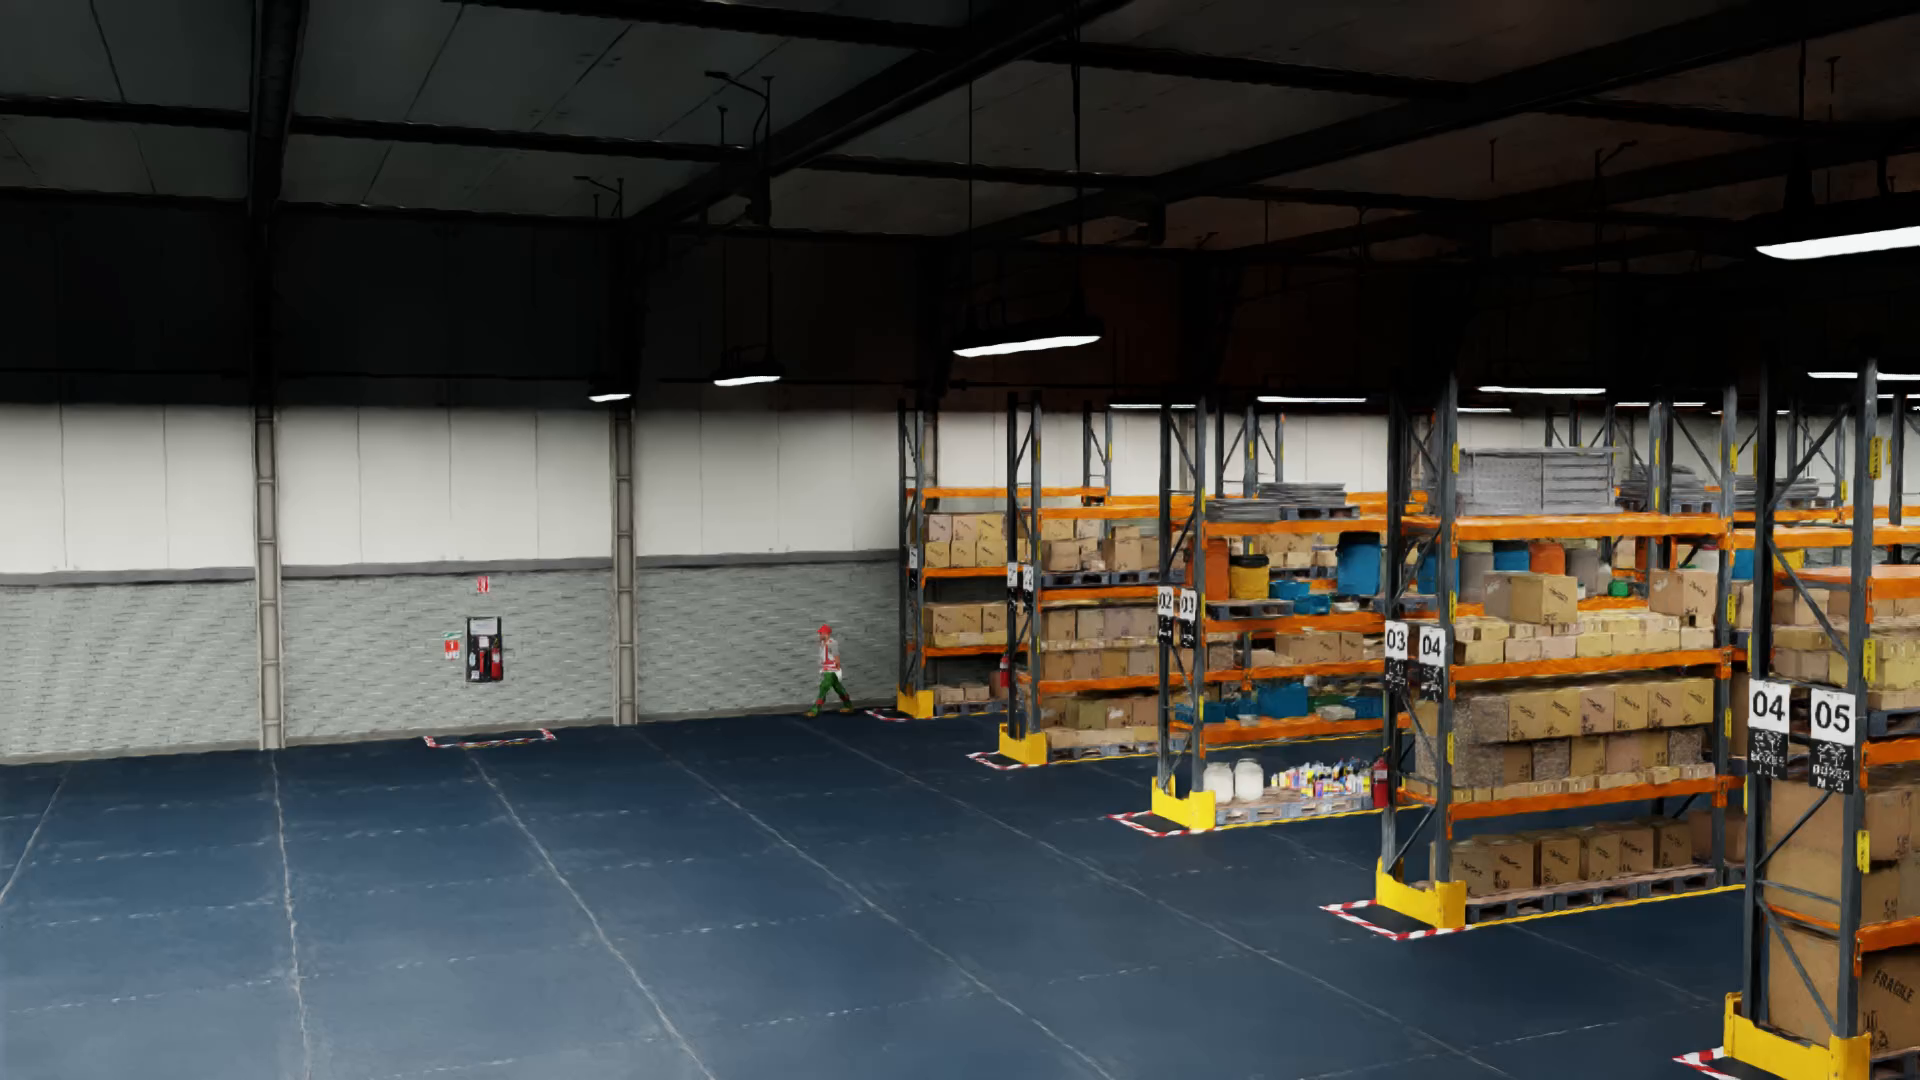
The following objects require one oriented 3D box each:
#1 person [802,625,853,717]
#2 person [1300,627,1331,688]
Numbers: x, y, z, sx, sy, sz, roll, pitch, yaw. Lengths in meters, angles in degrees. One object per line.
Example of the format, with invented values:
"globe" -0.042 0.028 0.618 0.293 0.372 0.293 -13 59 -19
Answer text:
"person" -2.515 2.452 31.381 1.116 1.705 0.557 -2 4 -25
"person" 6.638 2.455 31.426 0.686 1.749 0.713 -1 4 -20
